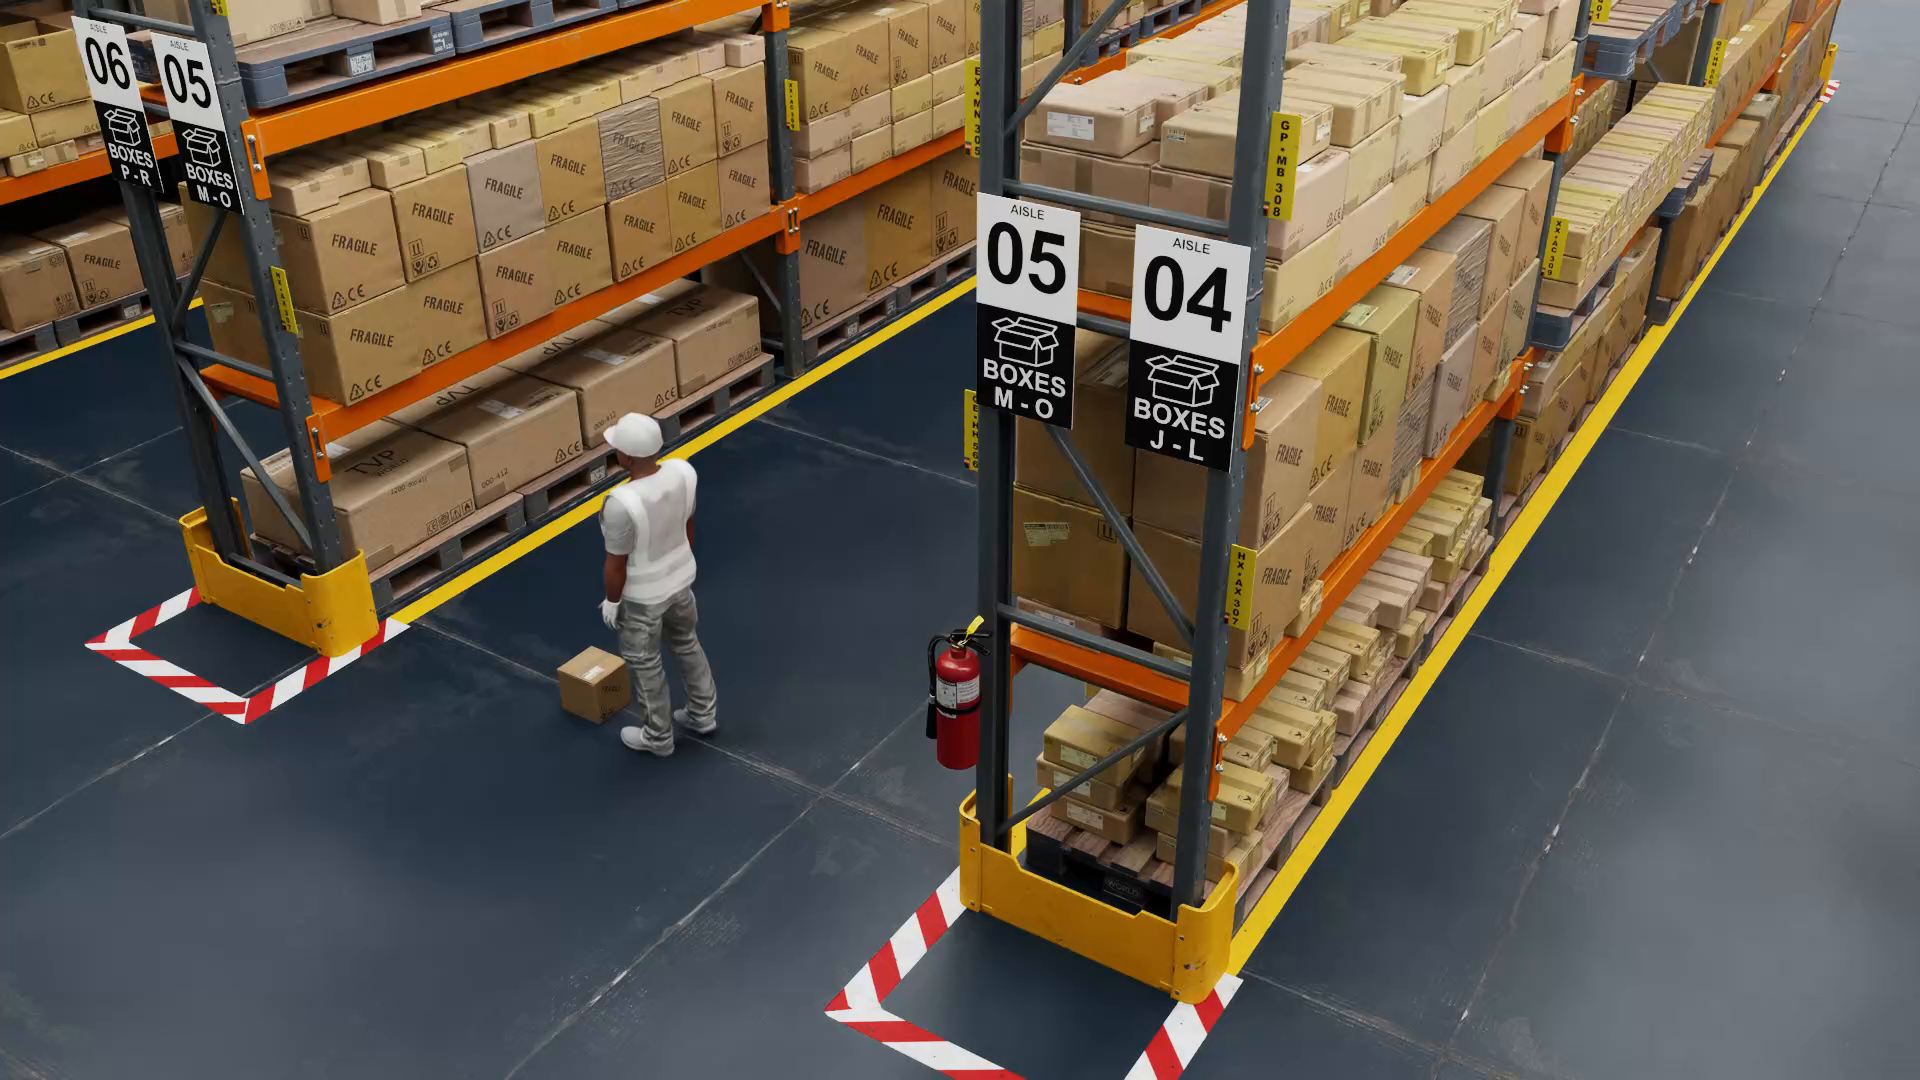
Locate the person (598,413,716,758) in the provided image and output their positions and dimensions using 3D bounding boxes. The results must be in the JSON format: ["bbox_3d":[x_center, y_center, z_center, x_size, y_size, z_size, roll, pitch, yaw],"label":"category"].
[{"bbox_3d":[-1.459,0.226,7.814,0.374,1.822,0.550,18,35,28],"label":"person"}]
